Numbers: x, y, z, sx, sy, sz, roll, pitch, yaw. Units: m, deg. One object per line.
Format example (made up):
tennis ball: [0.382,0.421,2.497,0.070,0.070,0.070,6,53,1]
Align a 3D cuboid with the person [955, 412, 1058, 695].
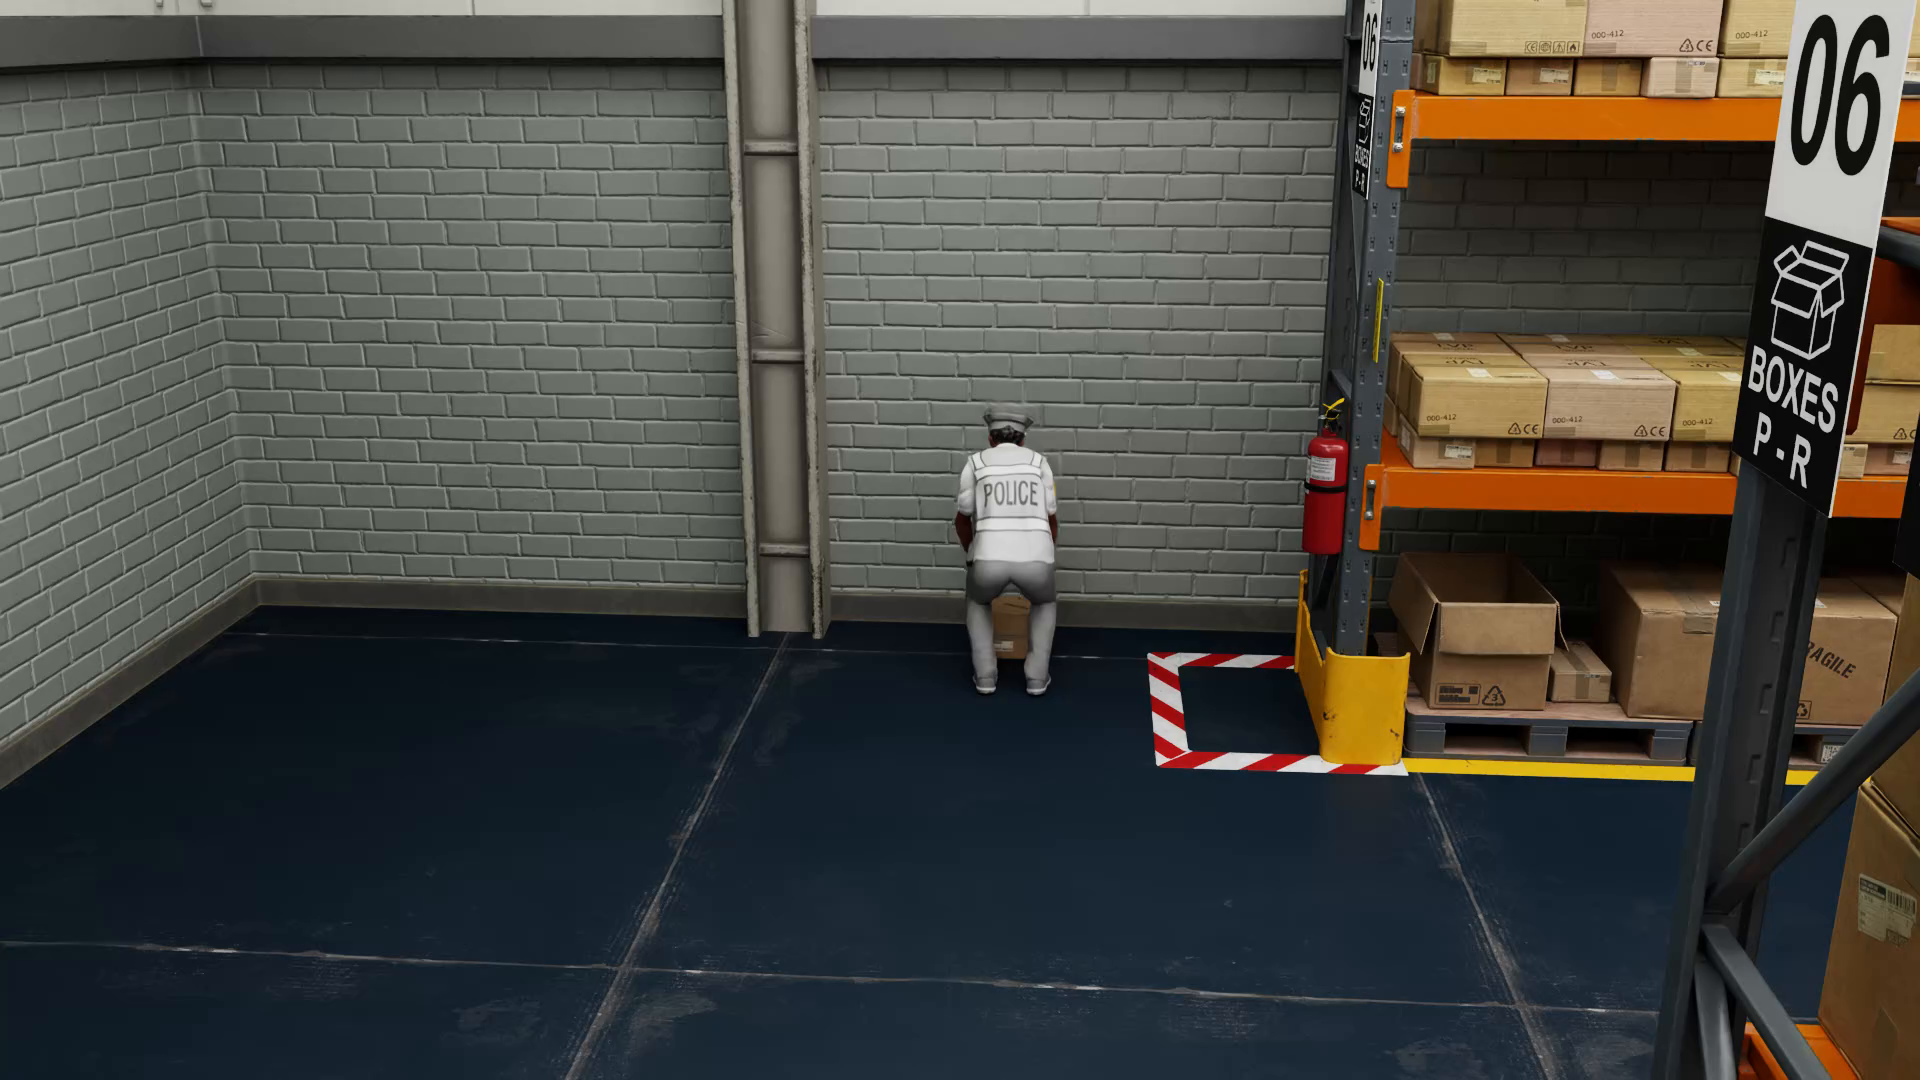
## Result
person: [0.217,0.065,7.954,0.499,1.303,0.756,1,18,4]
